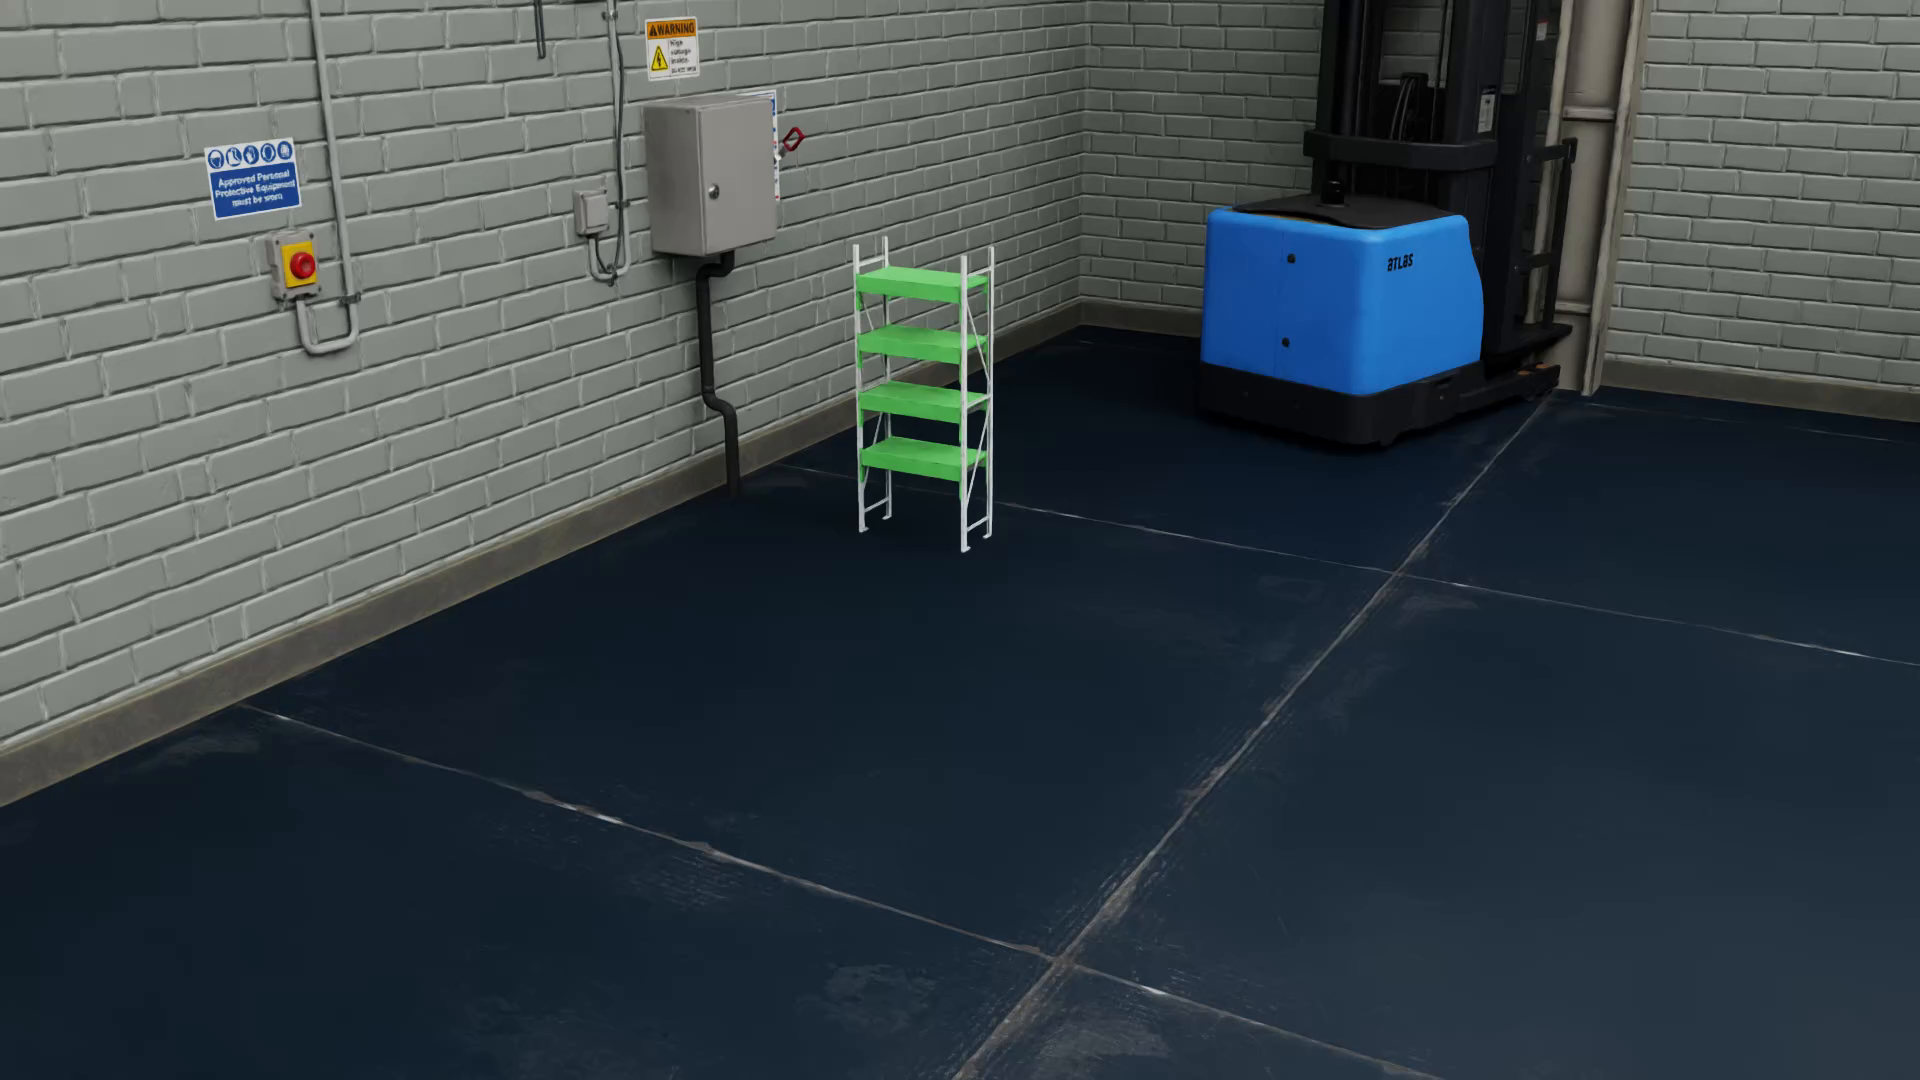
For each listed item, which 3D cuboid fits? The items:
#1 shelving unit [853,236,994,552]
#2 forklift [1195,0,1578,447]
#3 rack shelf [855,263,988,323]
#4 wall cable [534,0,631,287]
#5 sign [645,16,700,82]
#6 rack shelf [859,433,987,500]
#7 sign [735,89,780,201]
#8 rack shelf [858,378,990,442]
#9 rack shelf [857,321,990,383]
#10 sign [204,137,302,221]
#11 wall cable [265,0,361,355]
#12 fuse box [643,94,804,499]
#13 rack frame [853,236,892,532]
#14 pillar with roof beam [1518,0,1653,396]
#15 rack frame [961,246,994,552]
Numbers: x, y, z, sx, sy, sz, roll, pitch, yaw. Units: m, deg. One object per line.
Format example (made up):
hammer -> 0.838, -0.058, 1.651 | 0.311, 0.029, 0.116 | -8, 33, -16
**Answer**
shelving unit -> -0.145, -0.592, 6.736 | 0.503, 1.200, 0.258 | 11, 23, 27
forklift -> 2.623, -2.234, 8.725 | 3.031, 2.935, 1.130 | -18, 27, -41
rack shelf -> -0.145, -0.983, 6.594 | 0.480, 0.148, 0.258 | 11, 23, 27
wall cable -> -1.436, -1.904, 6.225 | 0.122, 1.984, 0.588 | 11, 23, 27
sign -> -1.173, -2.010, 6.795 | 0.001, 0.242, 0.339 | 11, 23, 27
rack shelf -> -0.145, -0.306, 6.840 | 0.480, 0.148, 0.258 | 11, 23, 27
sign -> -0.905, -1.740, 7.403 | 0.001, 0.494, 0.329 | 11, 23, 27
rack shelf -> -0.145, -0.531, 6.758 | 0.480, 0.148, 0.258 | 11, 23, 27
rack shelf -> -0.145, -0.757, 6.676 | 0.480, 0.148, 0.258 | 11, 23, 27
sign -> -2.194, -1.125, 5.172 | 0.001, 0.218, 0.327 | 11, 23, 27
wall cable -> -2.117, -1.495, 5.051 | 0.123, 1.953, 0.585 | 11, 23, 27
fuse box -> -0.965, -0.998, 7.106 | 0.414, 1.711, 0.539 | 11, 23, 27
rack frame -> -0.358, -0.632, 6.848 | 0.015, 1.200, 0.240 | 11, 23, 27
pillar with roof beam -> 1.221, -3.805, 4.159 | 0.400, 9.000, 9.100 | 11, 23, 27
rack frame -> 0.068, -0.551, 6.624 | 0.015, 1.200, 0.240 | 11, 23, 27
